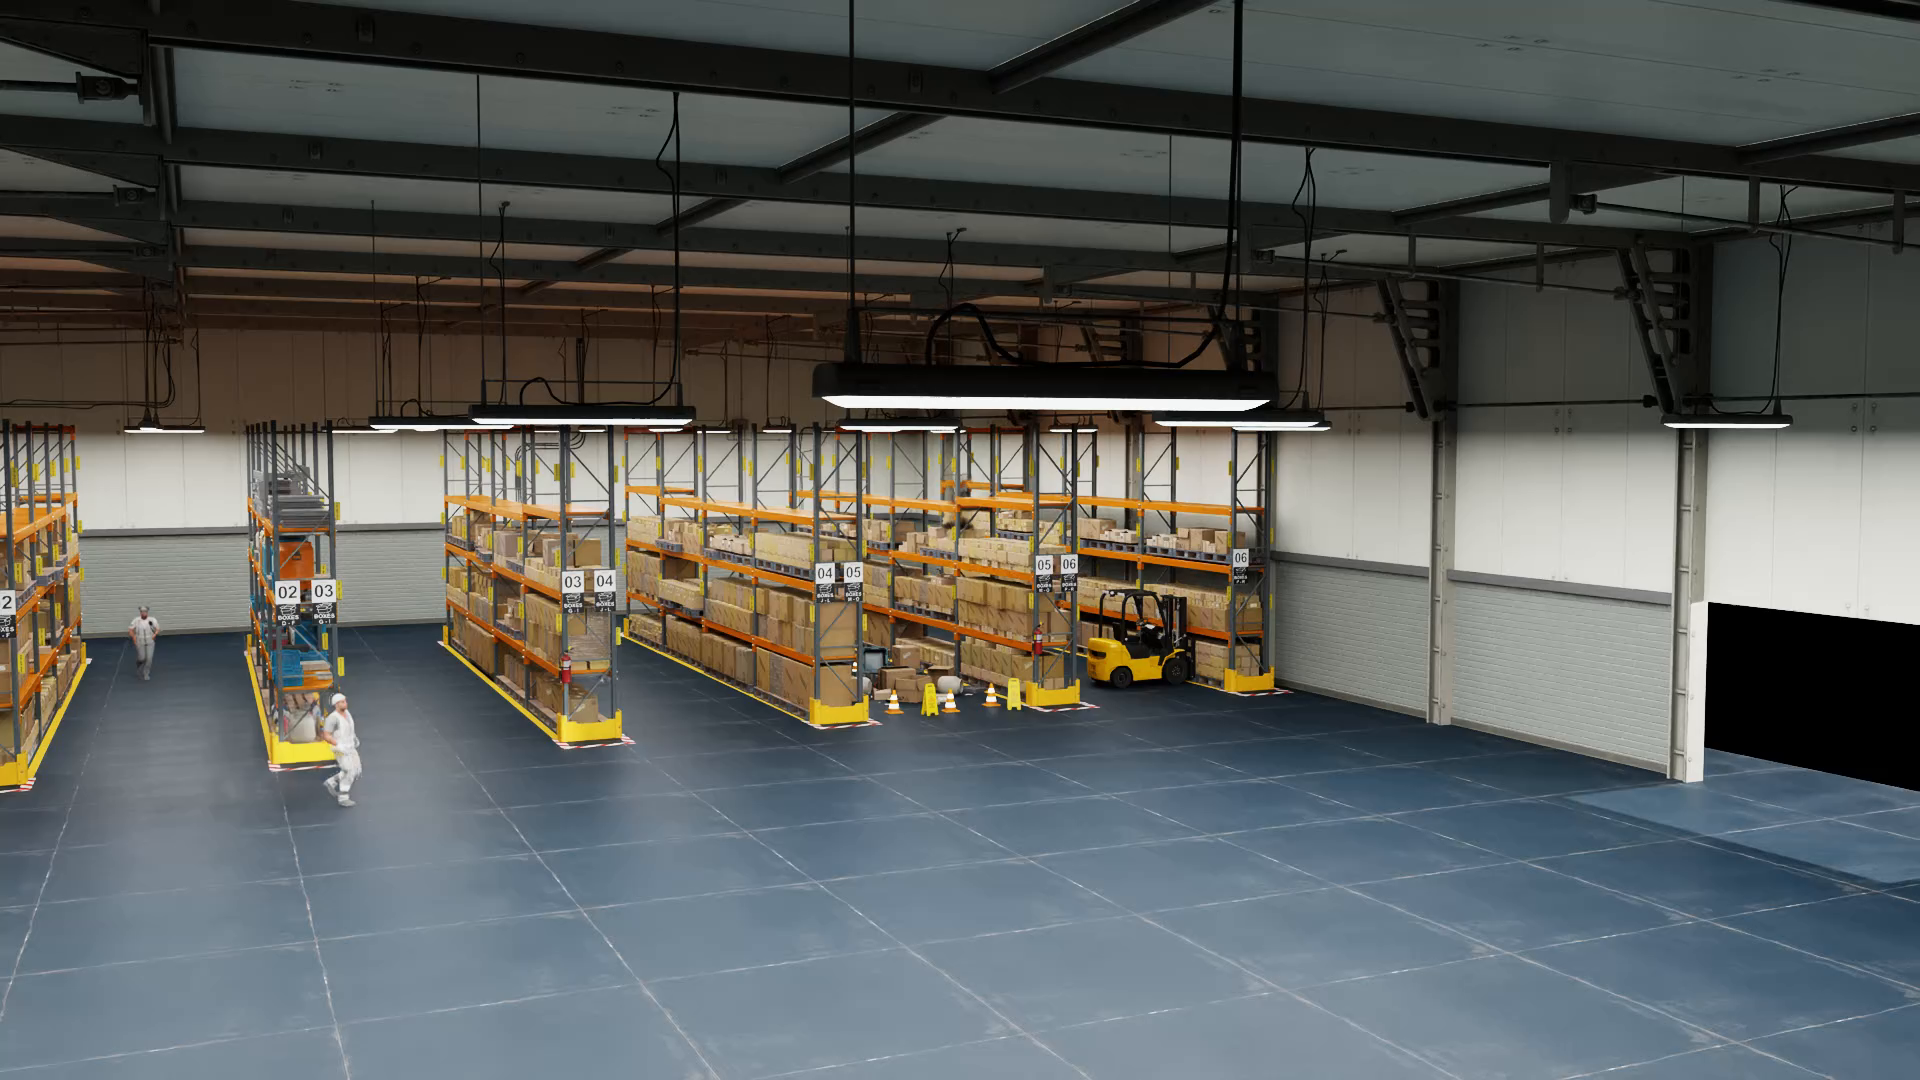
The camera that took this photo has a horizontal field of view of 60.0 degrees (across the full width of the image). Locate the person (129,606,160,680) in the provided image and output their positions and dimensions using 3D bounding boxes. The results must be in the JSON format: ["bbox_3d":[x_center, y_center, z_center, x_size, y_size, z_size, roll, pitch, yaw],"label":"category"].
[{"bbox_3d":[-19.171,2.412,39.137,0.649,1.748,0.629,-2,4,-31],"label":"person"}]

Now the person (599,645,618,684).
[{"bbox_3d":[-8.087,2.525,38.256,0.550,1.559,0.795,-2,4,-25],"label":"person"}]

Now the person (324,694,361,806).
[{"bbox_3d":[-9.608,3.243,25.766,0.565,1.749,0.653,1,4,9],"label":"person"}]
